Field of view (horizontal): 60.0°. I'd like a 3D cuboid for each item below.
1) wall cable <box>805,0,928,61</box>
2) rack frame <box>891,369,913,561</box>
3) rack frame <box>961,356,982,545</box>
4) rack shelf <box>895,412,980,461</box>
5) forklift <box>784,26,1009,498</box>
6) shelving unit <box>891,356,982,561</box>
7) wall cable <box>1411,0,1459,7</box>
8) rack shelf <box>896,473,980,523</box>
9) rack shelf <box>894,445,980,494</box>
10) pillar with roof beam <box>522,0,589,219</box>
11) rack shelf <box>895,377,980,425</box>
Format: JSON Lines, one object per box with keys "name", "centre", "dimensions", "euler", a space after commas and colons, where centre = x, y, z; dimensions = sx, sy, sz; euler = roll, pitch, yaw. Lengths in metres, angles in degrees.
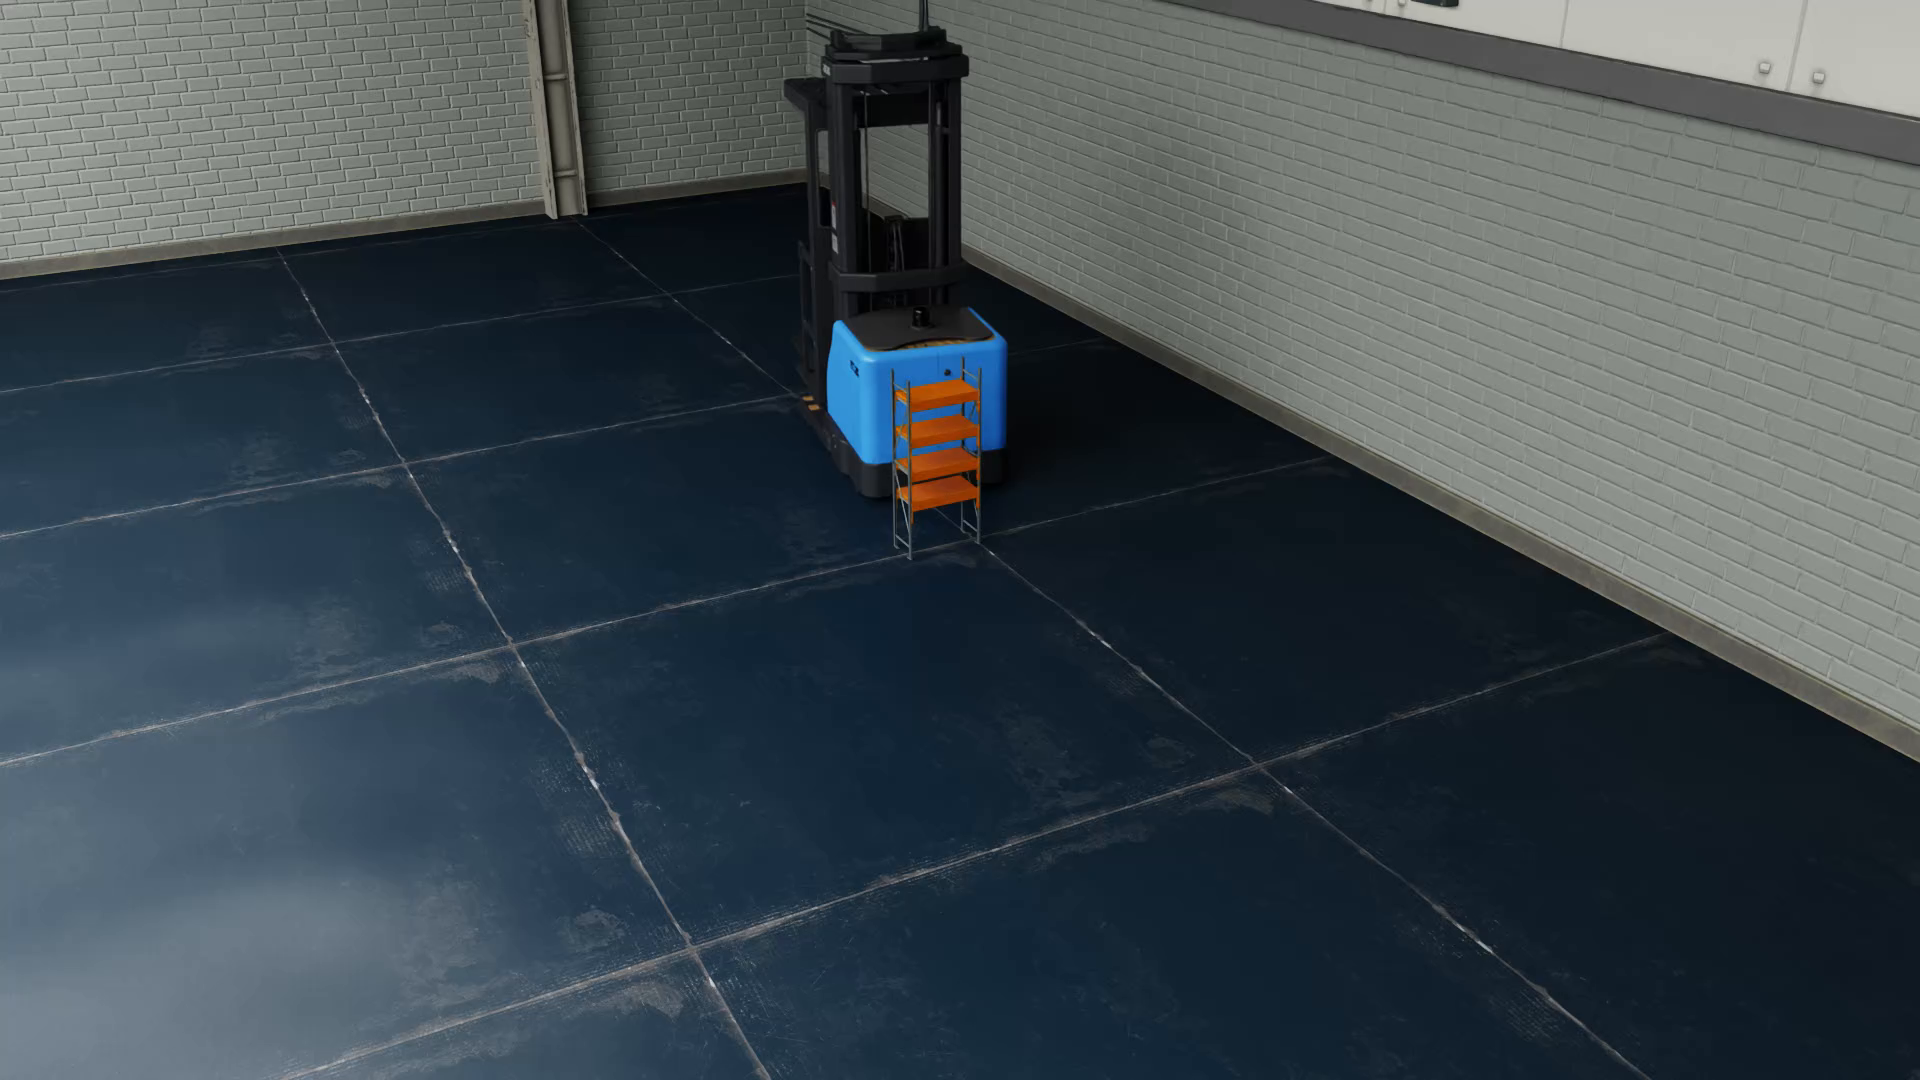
{"name": "wall cable", "centre": [-1.077, -6.320, 17.104], "dimensions": [0.112, 2.526, 3.097], "euler": [-13, 29, -25]}
{"name": "rack frame", "centre": [-0.361, -0.457, 10.317], "dimensions": [0.015, 1.200, 0.240], "euler": [-13, 29, -25]}
{"name": "rack frame", "centre": [0.069, -0.557, 10.524], "dimensions": [0.015, 1.200, 0.240], "euler": [-13, 29, -25]}
{"name": "rack shelf", "centre": [-0.146, -0.648, 10.352], "dimensions": [0.480, 0.148, 0.258], "euler": [-13, 29, -25]}
{"name": "forklift", "centre": [-0.603, -2.221, 11.989], "dimensions": [1.130, 2.935, 3.031], "euler": [-8, 27, -16]}
{"name": "shelving unit", "centre": [-0.146, -0.507, 10.420], "dimensions": [0.503, 1.200, 0.258], "euler": [-13, 29, -25]}
{"name": "wall cable", "centre": [3.376, -5.624, 8.137], "dimensions": [0.169, 6.003, 2.305], "euler": [-13, 29, -25]}
{"name": "rack shelf", "centre": [-0.146, -0.268, 10.535], "dimensions": [0.480, 0.148, 0.258], "euler": [-13, 29, -25]}
{"name": "rack shelf", "centre": [-0.146, -0.447, 10.449], "dimensions": [0.480, 0.148, 0.258], "euler": [-13, 29, -25]}
{"name": "pillar with roof beam", "centre": [-2.273, -5.980, 12.809], "dimensions": [0.400, 9.000, 9.100], "euler": [-13, 29, -25]}
{"name": "rack shelf", "centre": [-0.146, -0.861, 10.250], "dimensions": [0.480, 0.148, 0.258], "euler": [-13, 29, -25]}
